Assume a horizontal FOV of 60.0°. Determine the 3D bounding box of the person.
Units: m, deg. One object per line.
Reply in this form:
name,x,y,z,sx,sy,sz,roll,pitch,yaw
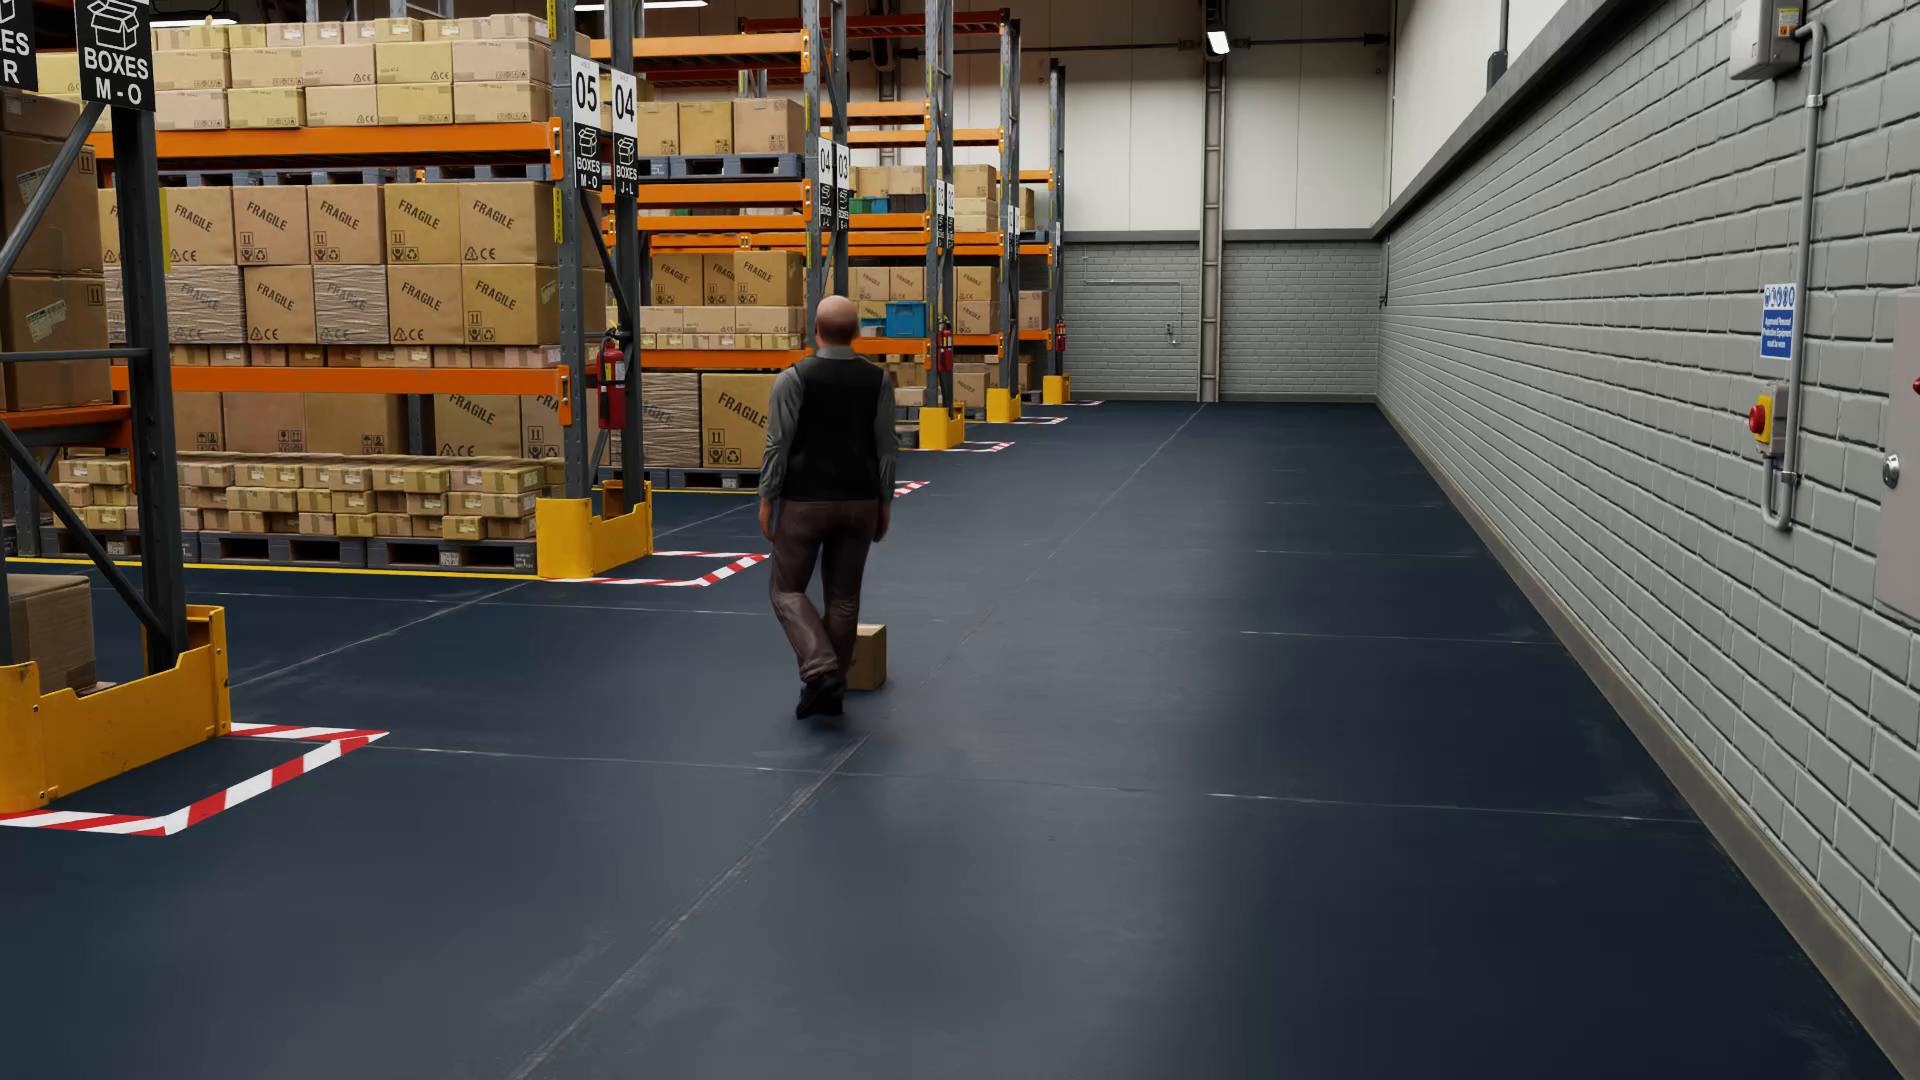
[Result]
person,-0.539,-0.129,6.794,0.571,1.723,0.562,-4,9,-24
